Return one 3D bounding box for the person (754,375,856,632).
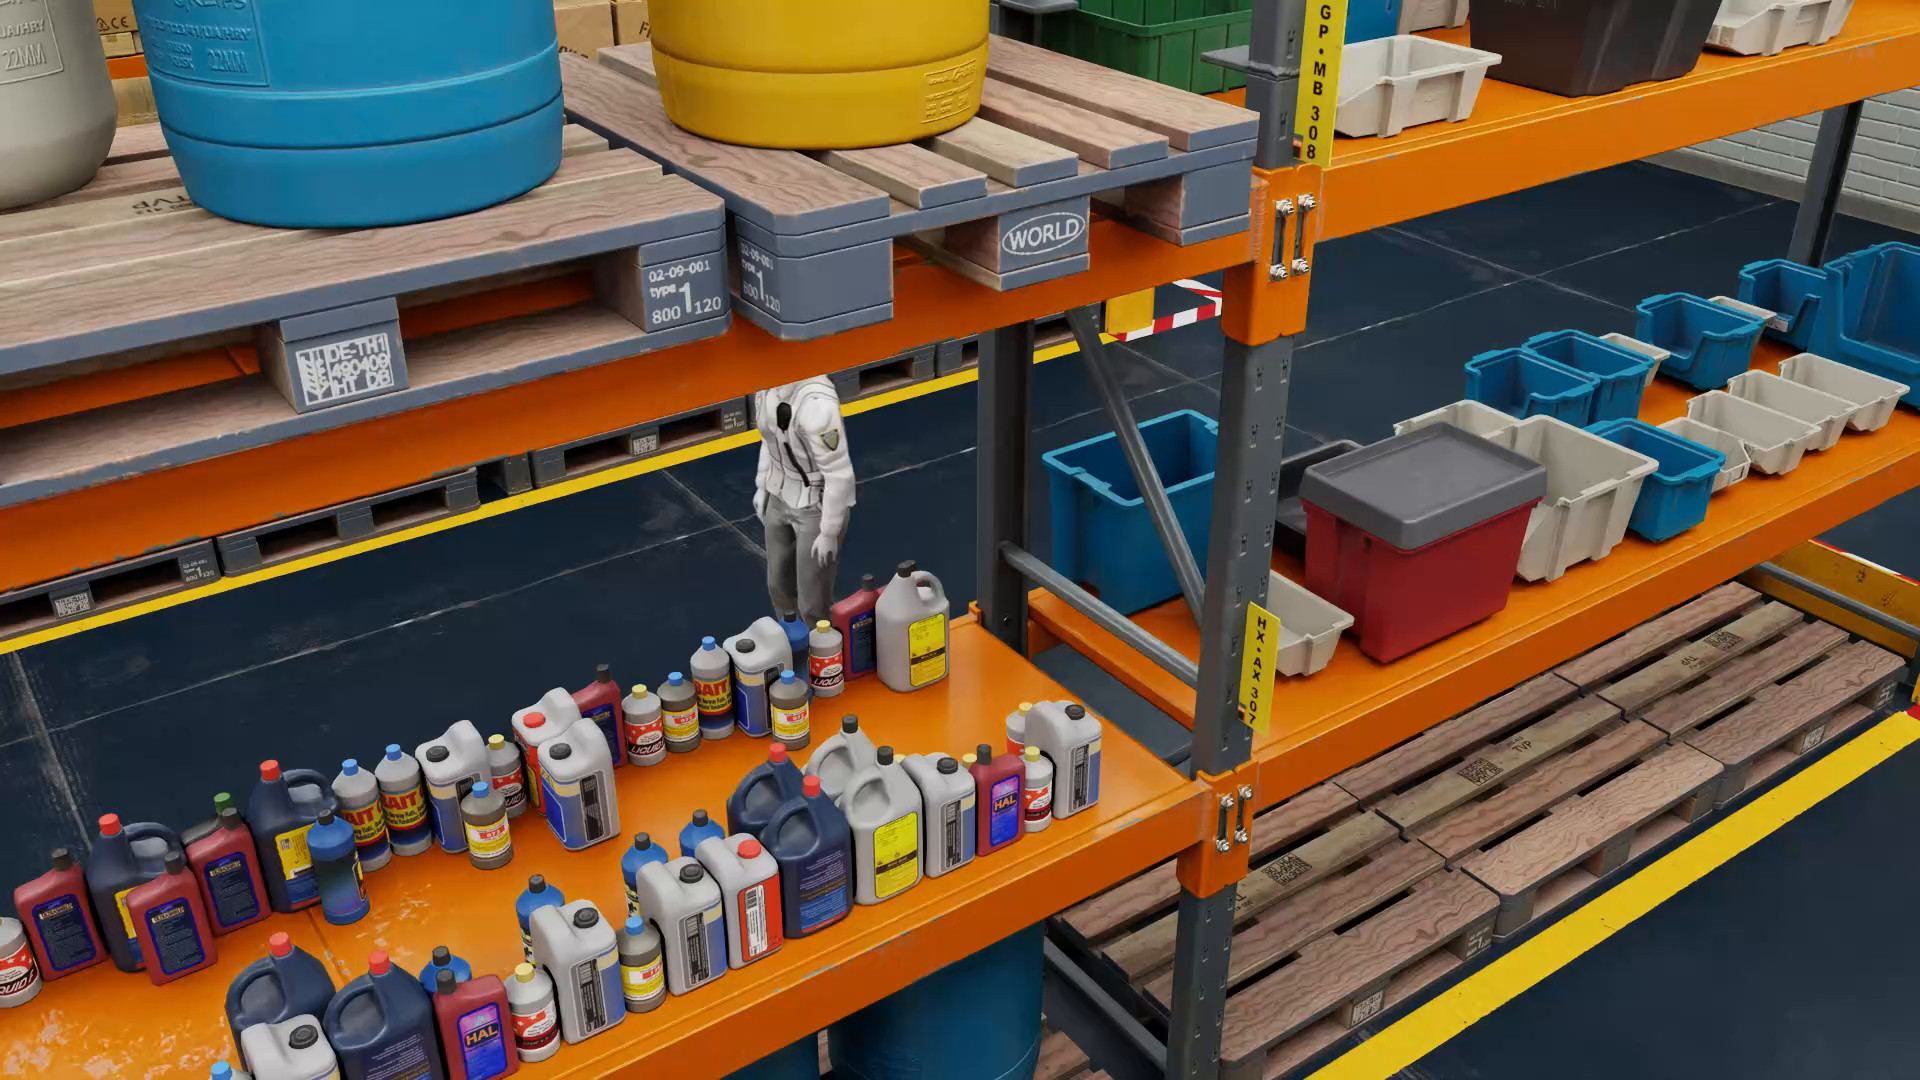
[{"bbox_3d":[-0.604,-0.108,6.317,0.379,1.663,0.536,-19,34,-31],"label":"person"}]
